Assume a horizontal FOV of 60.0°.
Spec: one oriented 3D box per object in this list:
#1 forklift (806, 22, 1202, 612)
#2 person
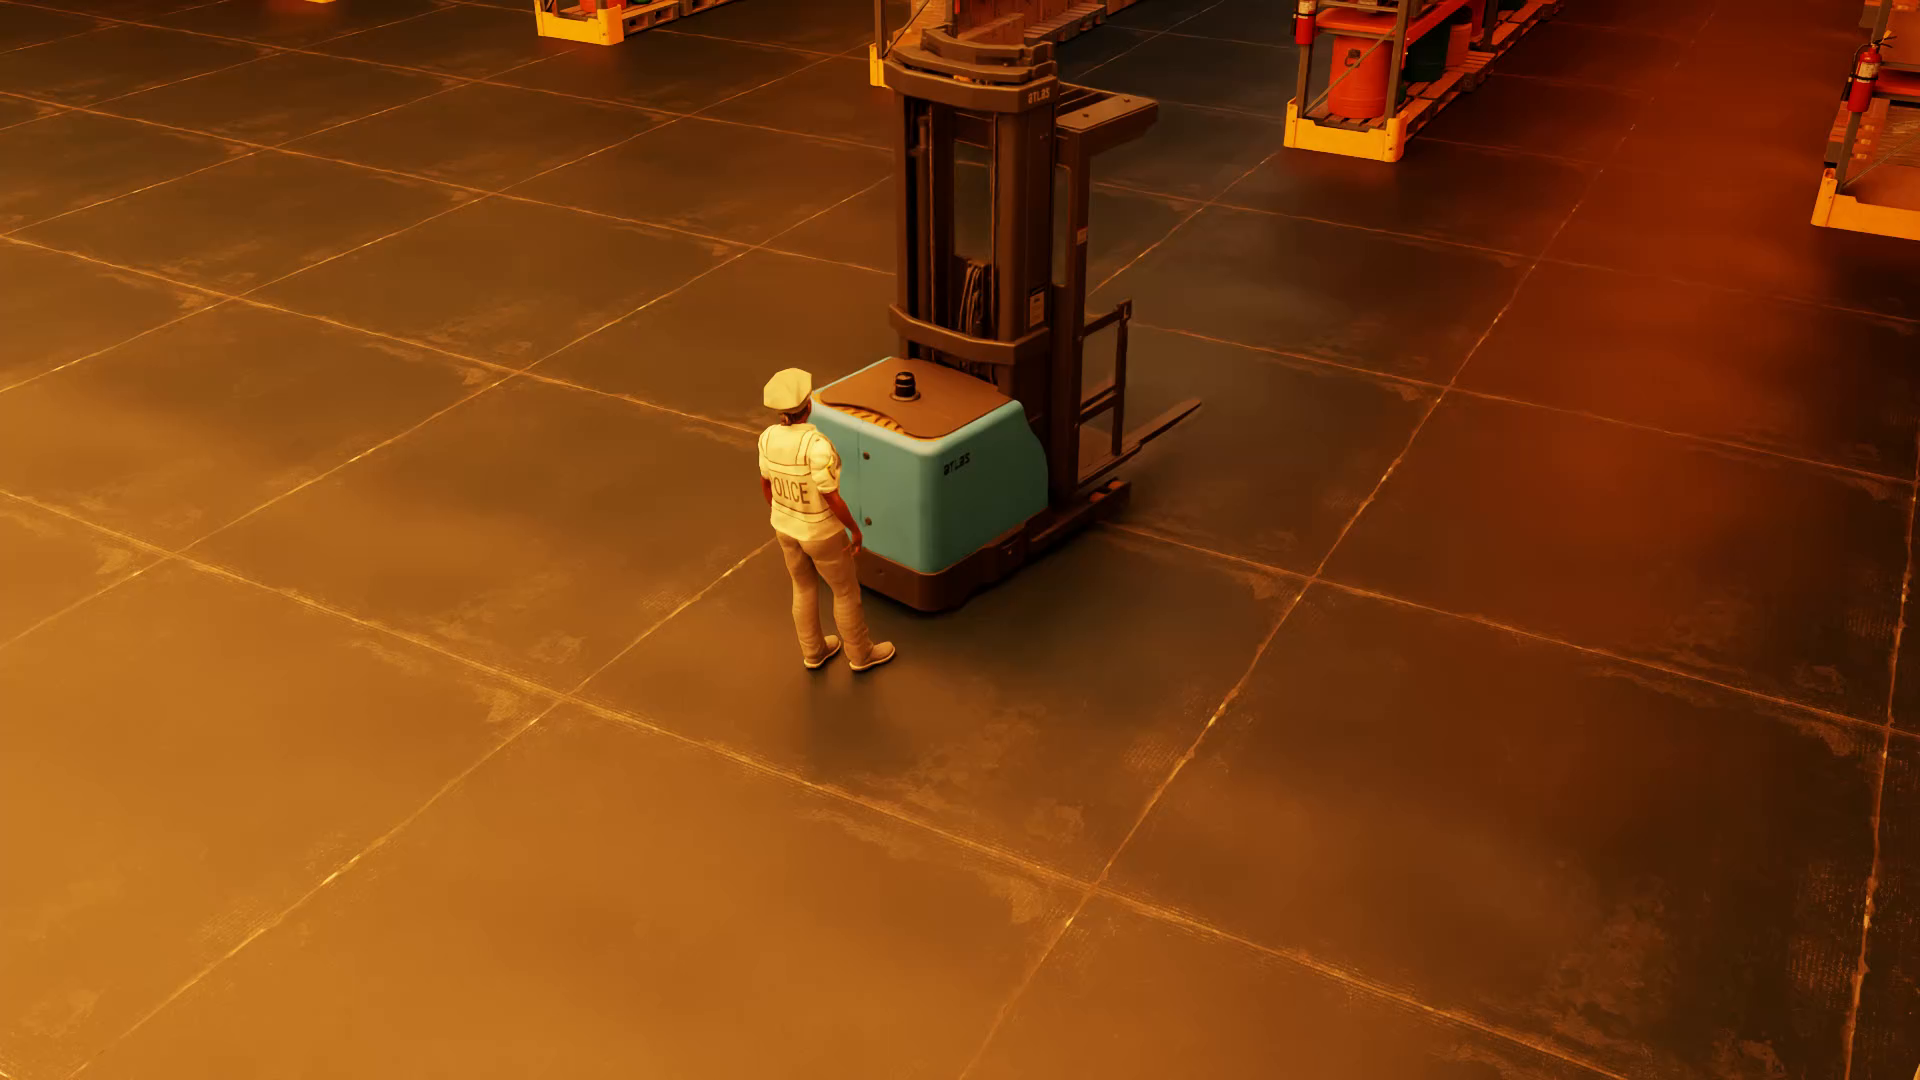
[{"bbox_3d":[0.408,-1.539,9.737,1.130,2.935,3.031,22,37,34],"label":"forklift"},{"bbox_3d":[-0.704,-0.097,8.461,0.568,1.694,0.530,18,35,28],"label":"person"}]
